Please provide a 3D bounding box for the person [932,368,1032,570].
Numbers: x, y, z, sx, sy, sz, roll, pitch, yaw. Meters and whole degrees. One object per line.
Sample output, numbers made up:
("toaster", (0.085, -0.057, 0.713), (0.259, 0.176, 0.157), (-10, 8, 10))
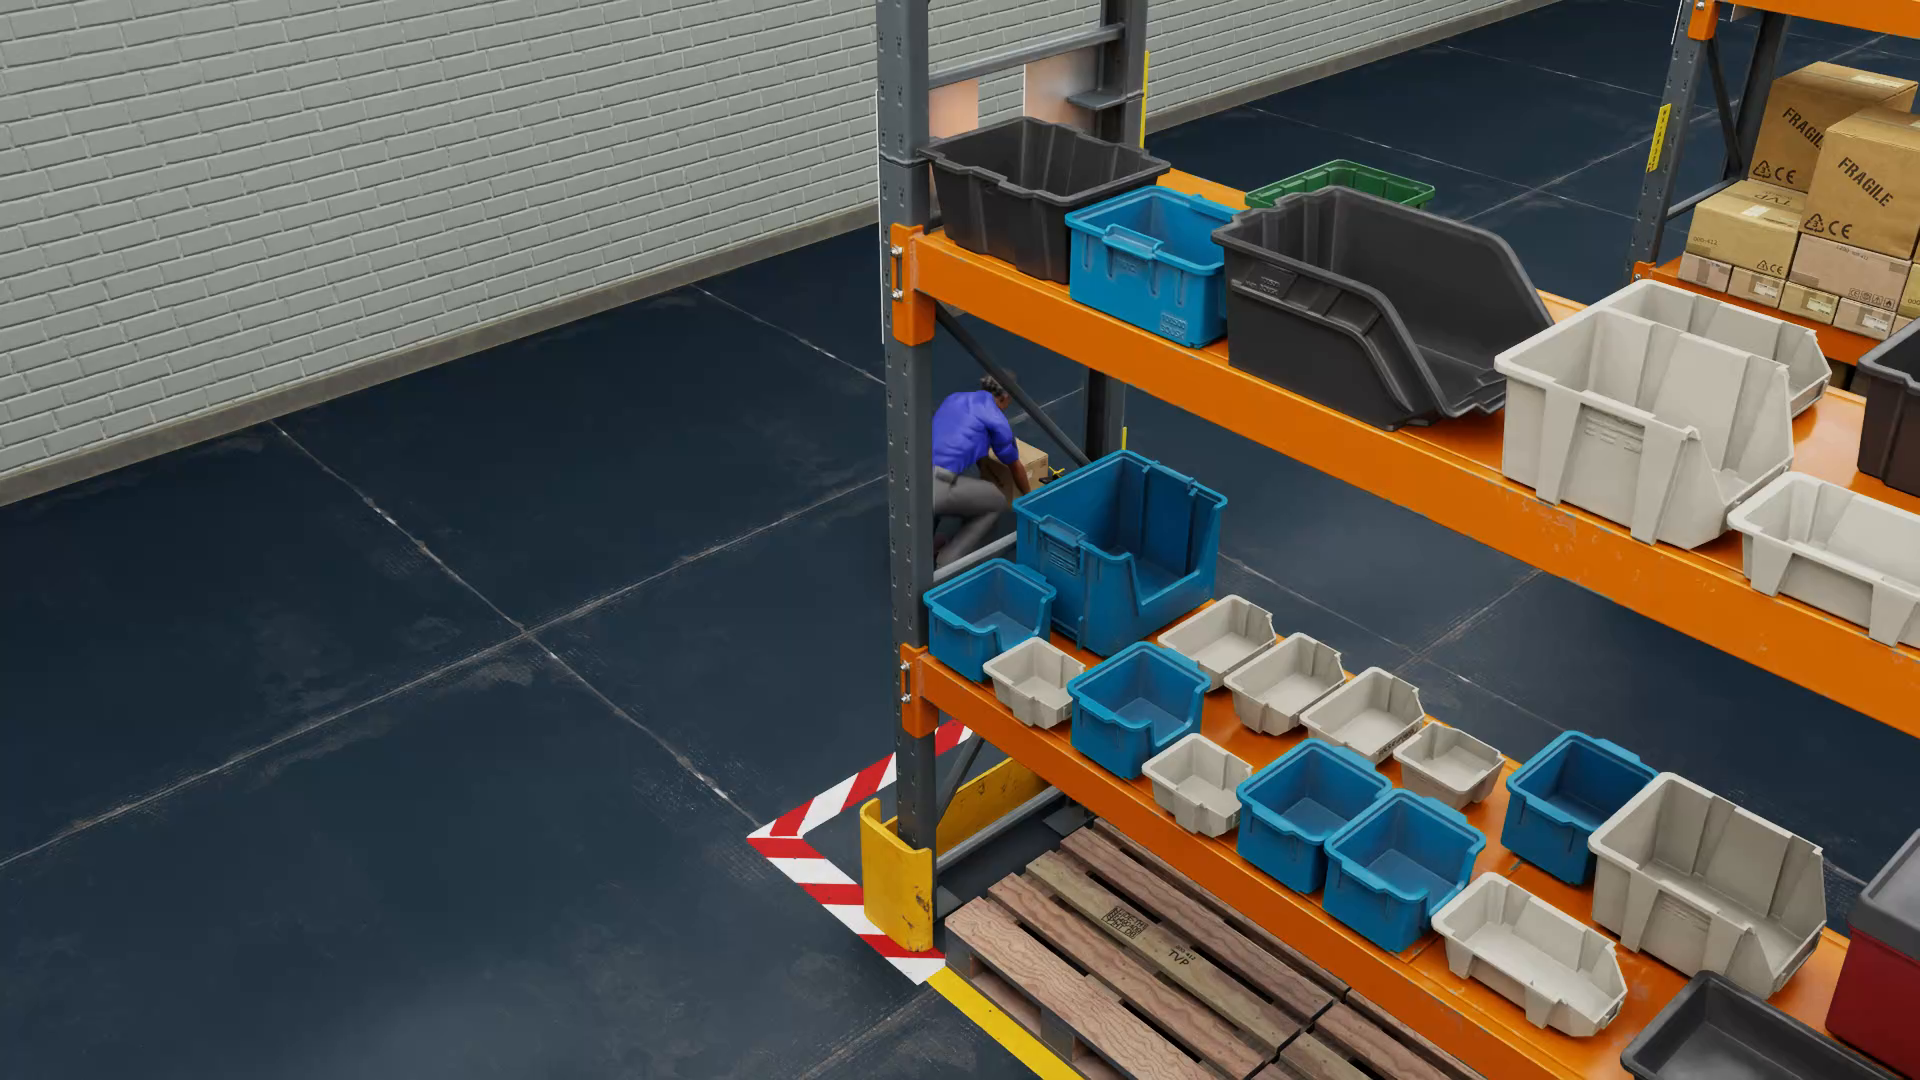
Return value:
("person", (0.025, -0.335, 8.372), (0.862, 0.936, 0.462), (-27, 41, -36))
